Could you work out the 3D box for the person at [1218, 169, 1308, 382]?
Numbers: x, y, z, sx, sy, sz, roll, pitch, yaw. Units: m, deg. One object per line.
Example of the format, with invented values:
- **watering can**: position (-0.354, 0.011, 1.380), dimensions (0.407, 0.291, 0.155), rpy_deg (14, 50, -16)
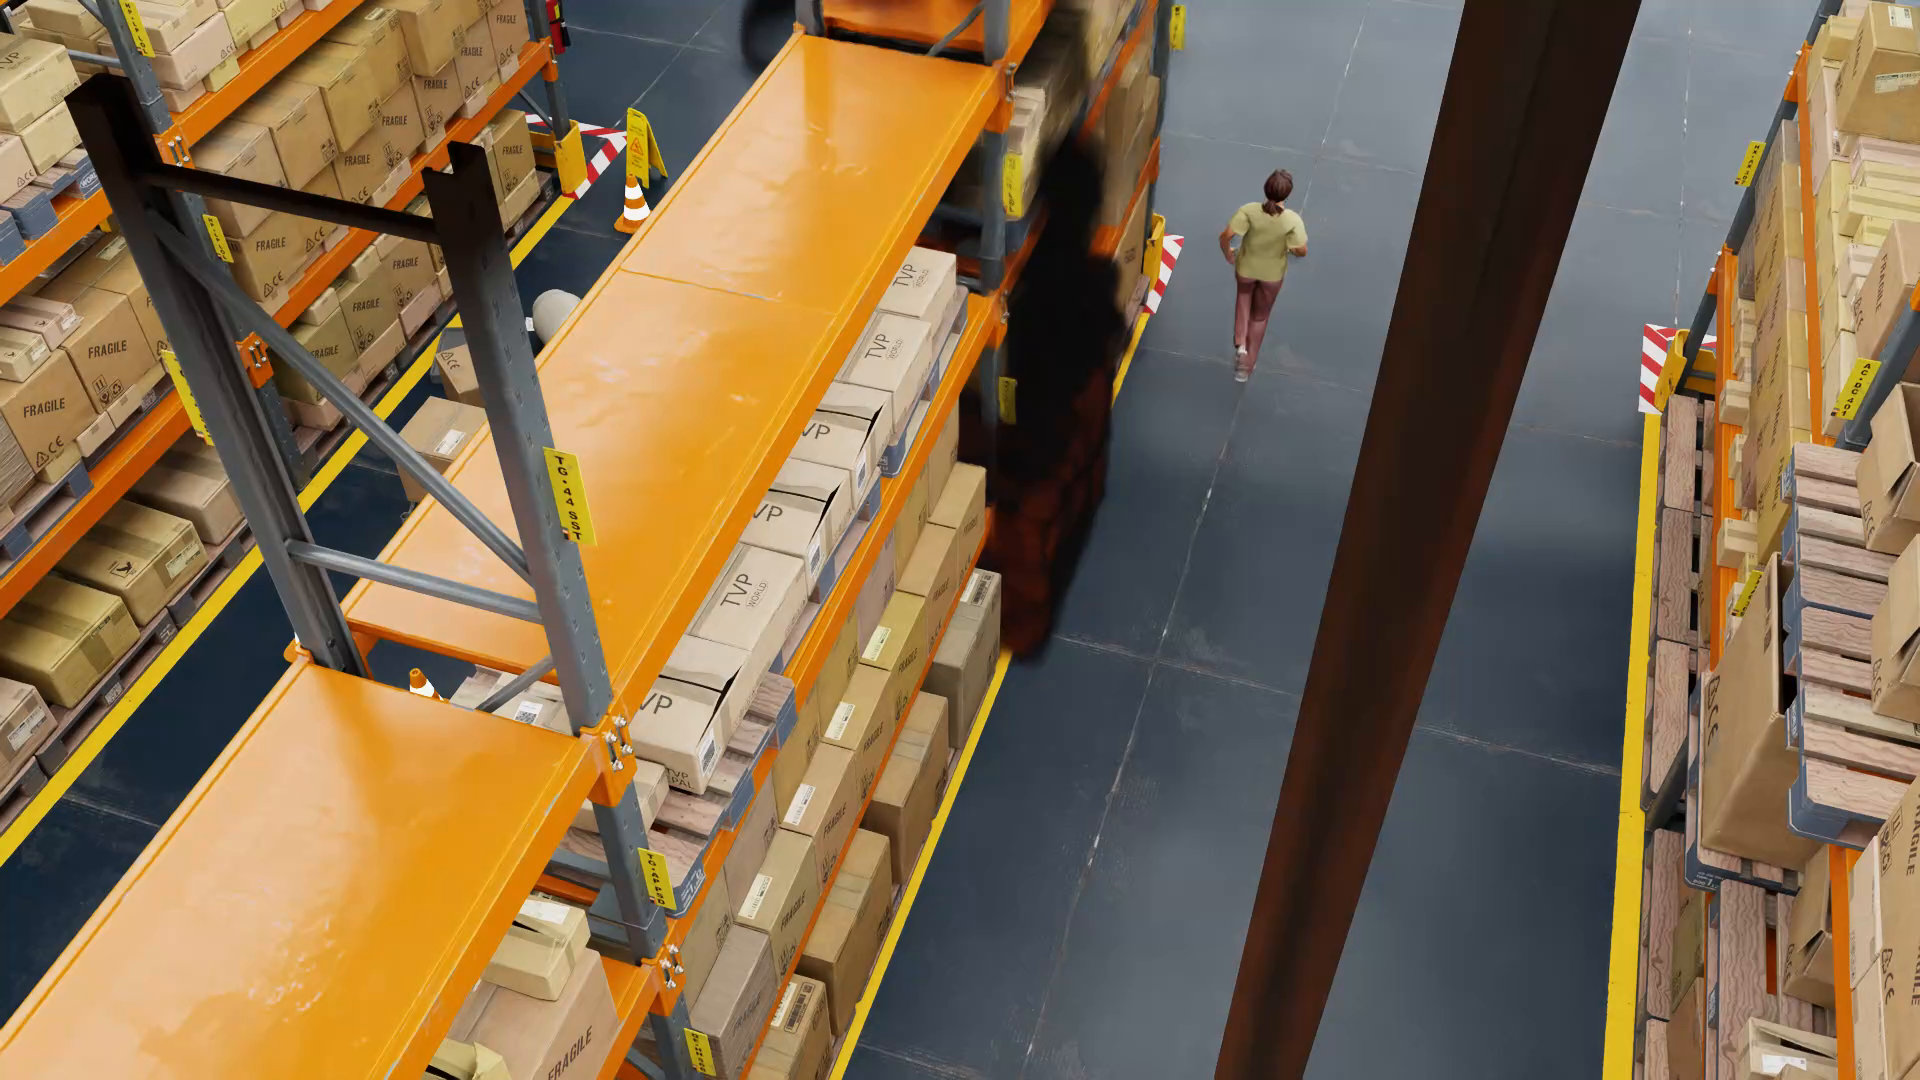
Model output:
- **person**: position (2.060, -1.854, 11.402), dimensions (0.590, 1.645, 0.512), rpy_deg (12, 47, 12)
